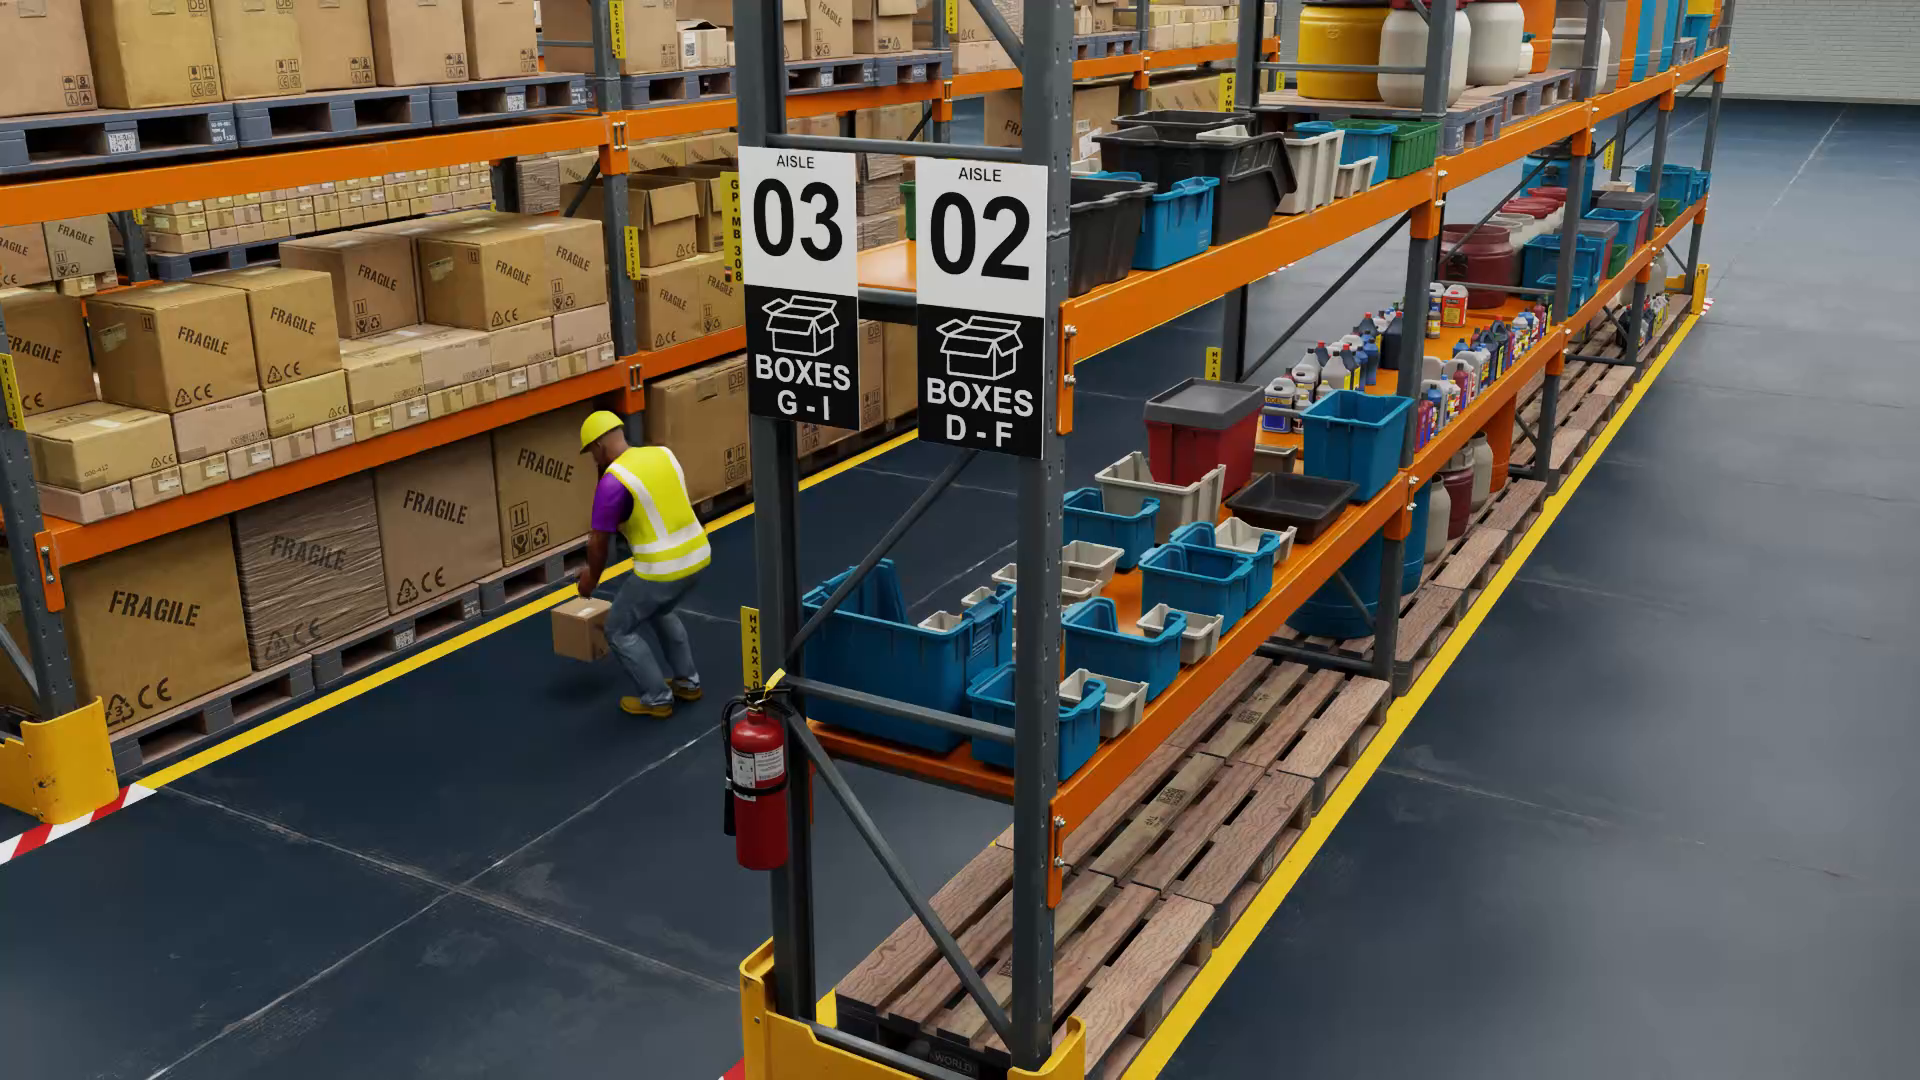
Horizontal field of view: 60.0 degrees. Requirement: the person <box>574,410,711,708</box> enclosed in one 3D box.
[{"bbox_3d":[-1.621,0.094,8.469,0.644,1.505,0.621,11,22,28],"label":"person"}]
